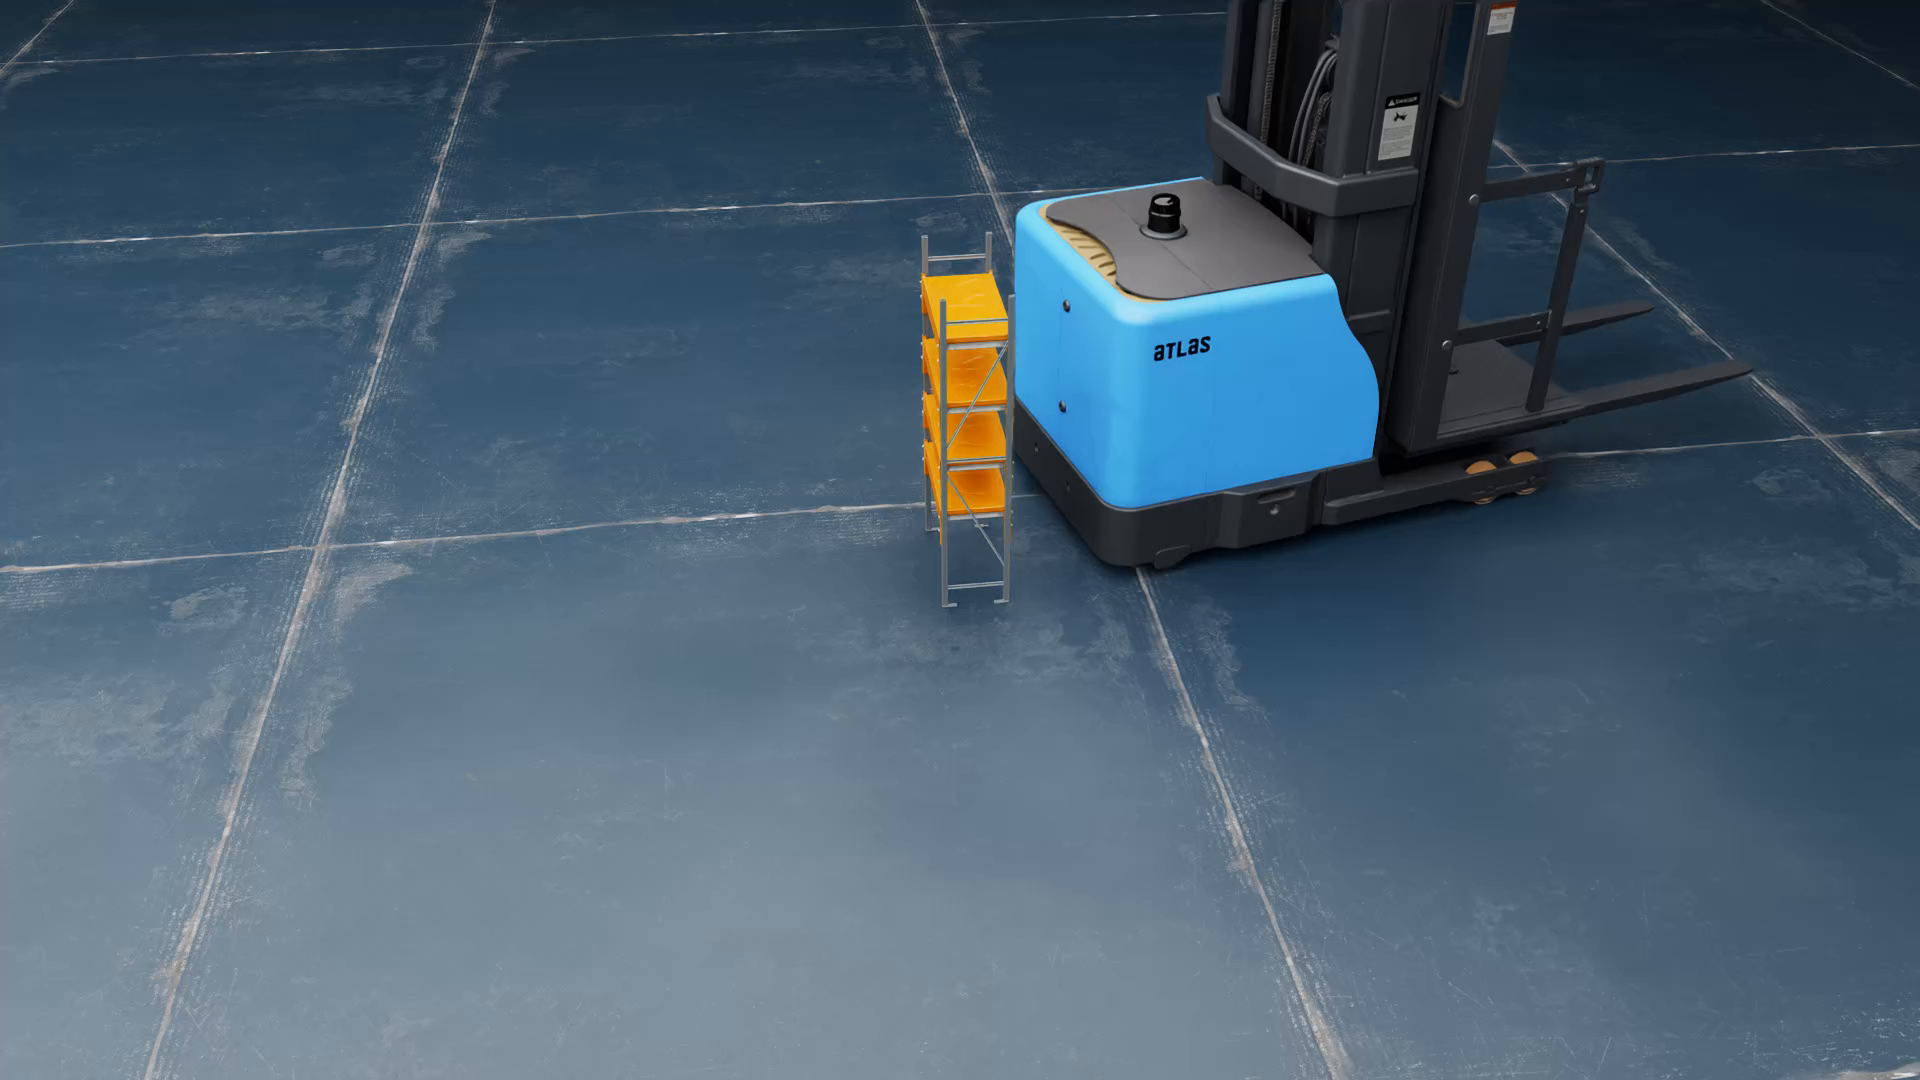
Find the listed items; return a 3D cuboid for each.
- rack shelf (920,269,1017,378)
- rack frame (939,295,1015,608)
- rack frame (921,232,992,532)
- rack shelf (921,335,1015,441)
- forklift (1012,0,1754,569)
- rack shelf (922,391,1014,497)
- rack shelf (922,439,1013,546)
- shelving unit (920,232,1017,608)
[{"bbox_3d":[0.022,-0.728,5.555,0.258,0.148,0.480,-4,35,-6],"label":"rack shelf"},{"bbox_3d":[0.055,-0.267,5.577,0.240,1.200,0.015,-4,35,-6],"label":"rack frame"},{"bbox_3d":[-0.011,-0.540,5.976,0.240,1.200,0.015,-4,35,-6],"label":"rack frame"},{"bbox_3d":[0.022,-0.533,5.688,0.258,0.148,0.480,-4,35,-6],"label":"rack shelf"},{"bbox_3d":[1.765,-1.616,6.018,3.031,2.935,1.130,-12,36,-17],"label":"forklift"},{"bbox_3d":[0.022,-0.348,5.814,0.258,0.148,0.480,-4,35,-6],"label":"rack shelf"},{"bbox_3d":[0.022,-0.184,5.926,0.258,0.148,0.480,-4,35,-6],"label":"rack shelf"},{"bbox_3d":[0.022,-0.403,5.777,0.258,1.200,0.503,-4,35,-6],"label":"shelving unit"}]
